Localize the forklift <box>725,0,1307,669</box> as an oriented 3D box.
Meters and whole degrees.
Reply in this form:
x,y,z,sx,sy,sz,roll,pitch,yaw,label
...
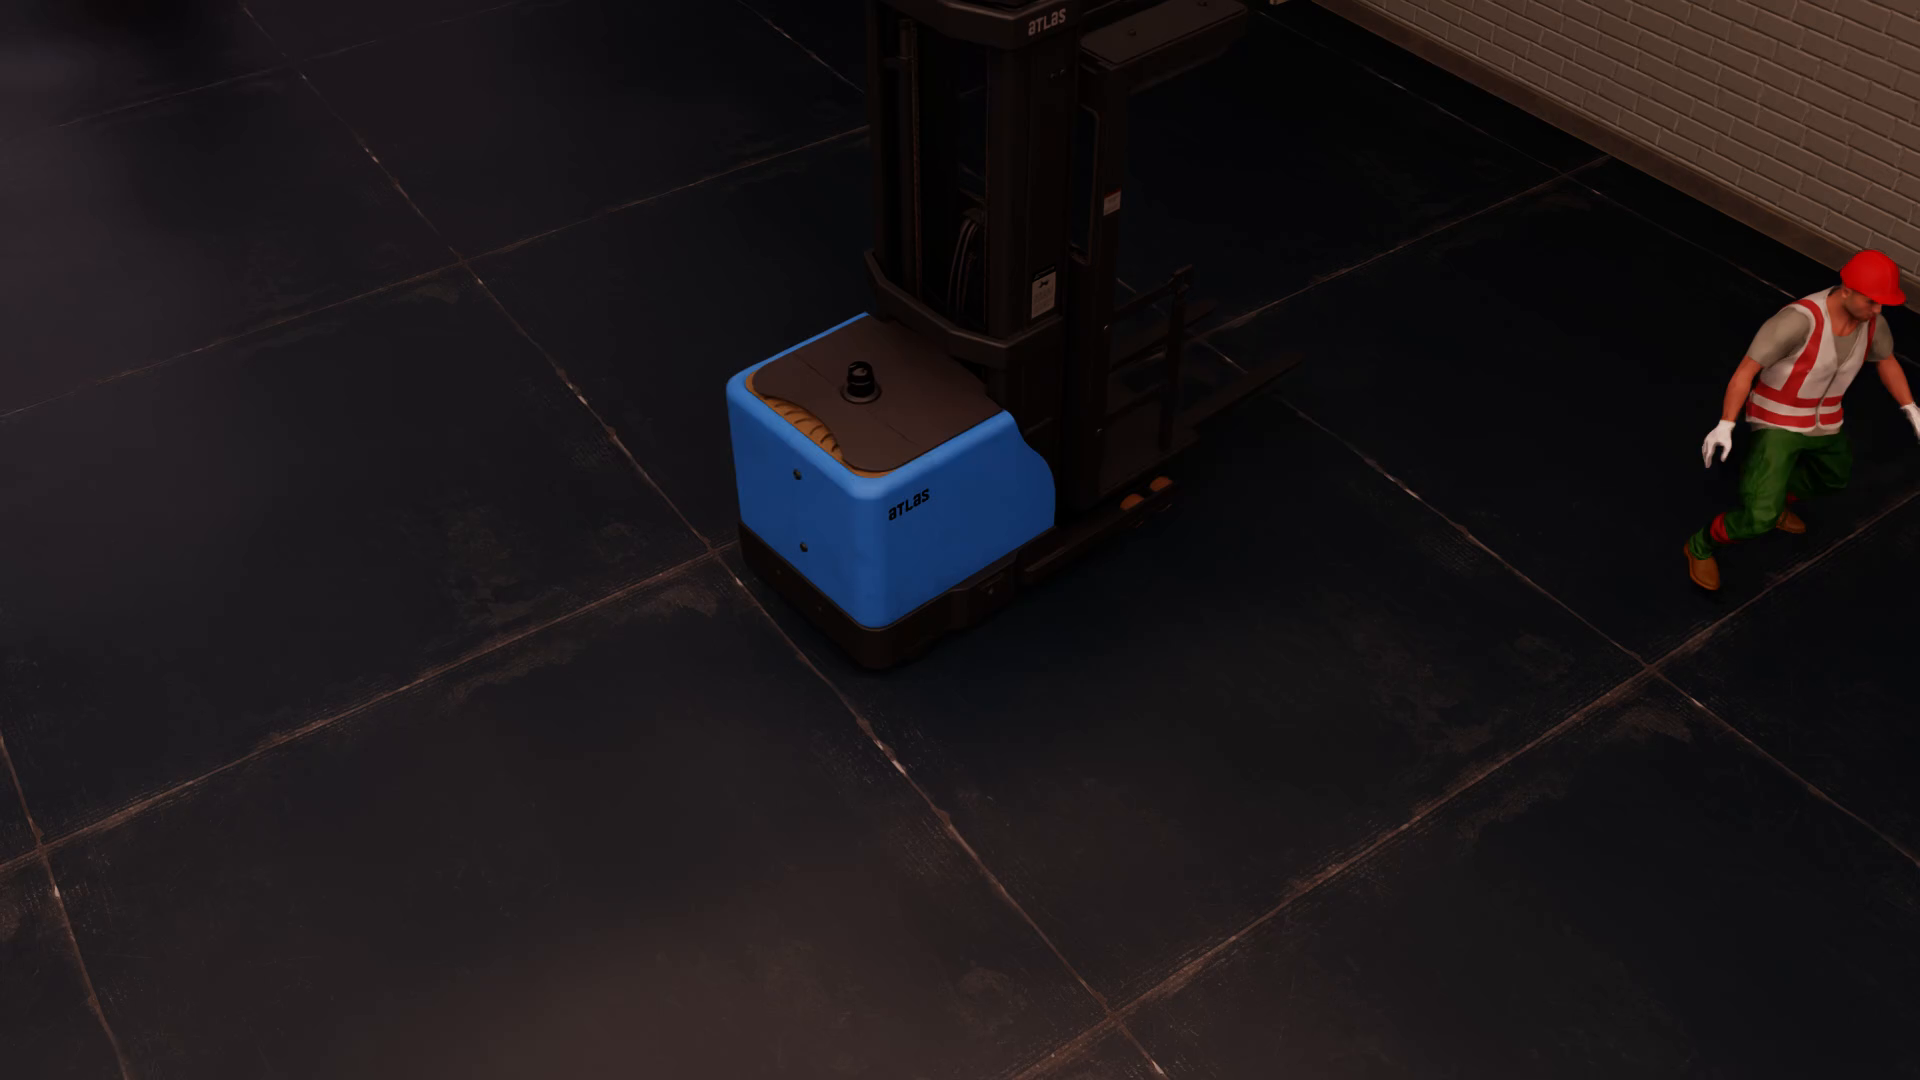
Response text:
x,y,z,sx,sy,sz,roll,pitch,yaw,label
0.432,-1.377,7.210,3.031,2.935,1.130,-30,51,-29,forklift

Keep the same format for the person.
x,y,z,sx,sy,sz,roll,pitch,yaw,label
3.697,-0.528,7.254,0.992,1.651,0.665,-10,44,-10,person
